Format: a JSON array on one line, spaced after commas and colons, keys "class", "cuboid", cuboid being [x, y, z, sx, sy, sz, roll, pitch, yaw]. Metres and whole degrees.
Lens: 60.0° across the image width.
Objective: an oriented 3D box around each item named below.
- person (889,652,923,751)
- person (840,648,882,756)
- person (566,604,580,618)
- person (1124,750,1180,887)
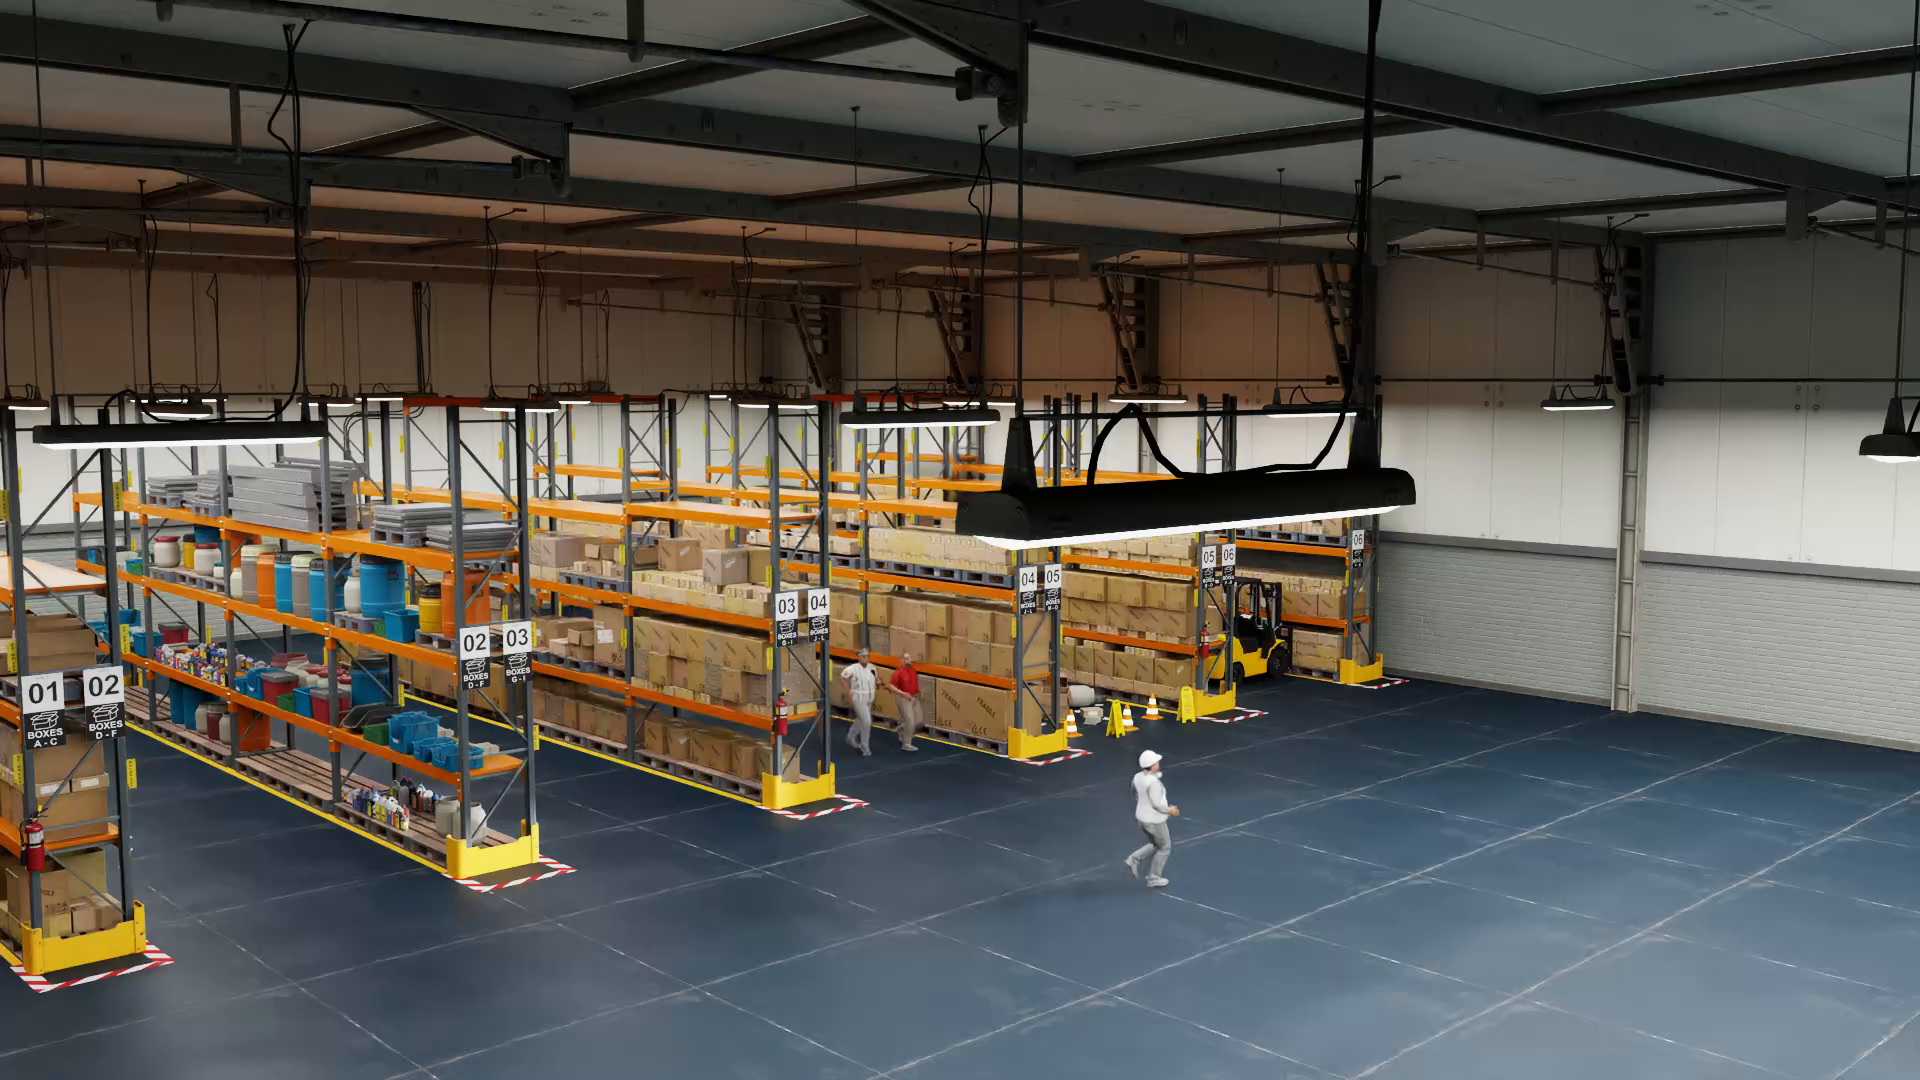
[{"class": "person", "cuboid": [-0.894, 2.752, 28.388, 0.565, 1.673, 0.661, 4, 7, 39]}, {"class": "person", "cuboid": [-1.652, 2.740, 28.249, 0.800, 1.863, 0.626, 5, 7, 42]}, {"class": "person", "cuboid": [-9.585, 1.552, 41.207, 0.600, 1.599, 0.561, 5, 8, 43]}, {"class": "person", "cuboid": [2.383, 3.470, 20.726, 0.609, 1.722, 0.657, -2, 6, -20]}]
